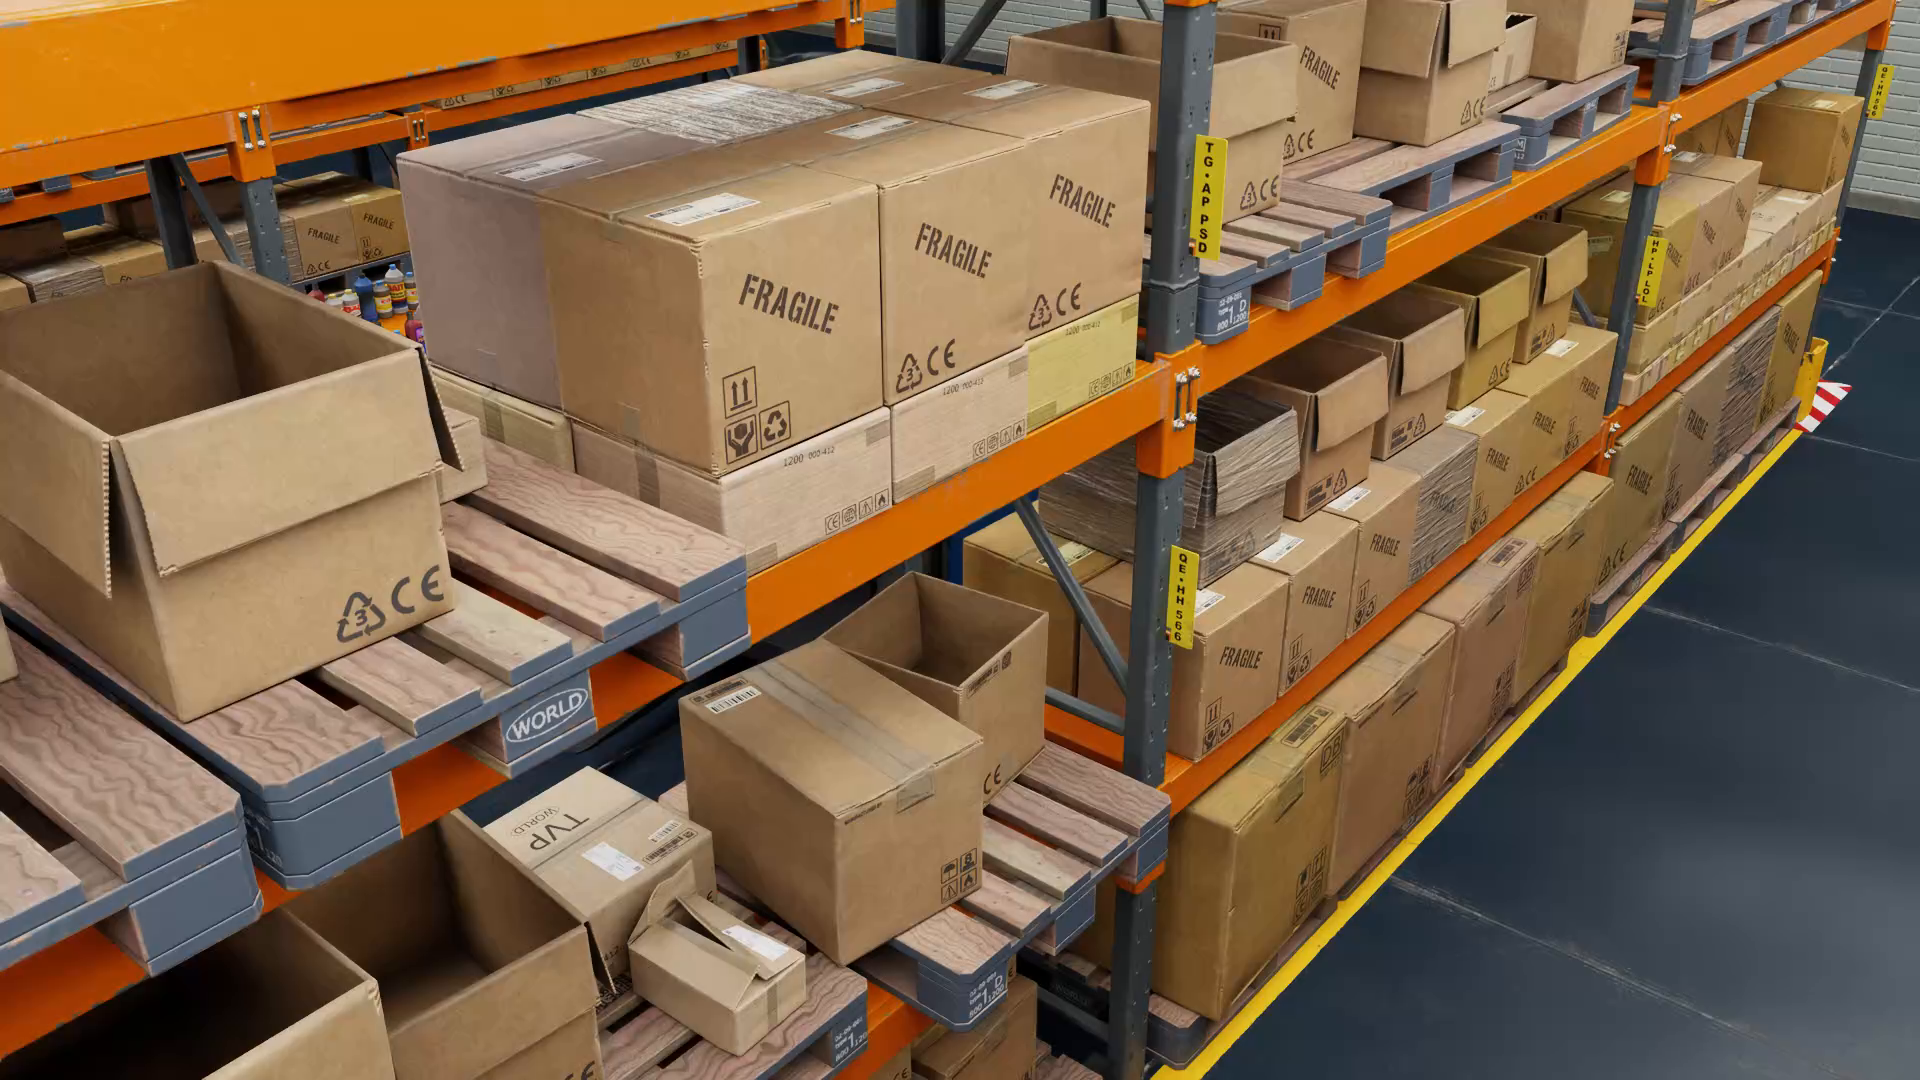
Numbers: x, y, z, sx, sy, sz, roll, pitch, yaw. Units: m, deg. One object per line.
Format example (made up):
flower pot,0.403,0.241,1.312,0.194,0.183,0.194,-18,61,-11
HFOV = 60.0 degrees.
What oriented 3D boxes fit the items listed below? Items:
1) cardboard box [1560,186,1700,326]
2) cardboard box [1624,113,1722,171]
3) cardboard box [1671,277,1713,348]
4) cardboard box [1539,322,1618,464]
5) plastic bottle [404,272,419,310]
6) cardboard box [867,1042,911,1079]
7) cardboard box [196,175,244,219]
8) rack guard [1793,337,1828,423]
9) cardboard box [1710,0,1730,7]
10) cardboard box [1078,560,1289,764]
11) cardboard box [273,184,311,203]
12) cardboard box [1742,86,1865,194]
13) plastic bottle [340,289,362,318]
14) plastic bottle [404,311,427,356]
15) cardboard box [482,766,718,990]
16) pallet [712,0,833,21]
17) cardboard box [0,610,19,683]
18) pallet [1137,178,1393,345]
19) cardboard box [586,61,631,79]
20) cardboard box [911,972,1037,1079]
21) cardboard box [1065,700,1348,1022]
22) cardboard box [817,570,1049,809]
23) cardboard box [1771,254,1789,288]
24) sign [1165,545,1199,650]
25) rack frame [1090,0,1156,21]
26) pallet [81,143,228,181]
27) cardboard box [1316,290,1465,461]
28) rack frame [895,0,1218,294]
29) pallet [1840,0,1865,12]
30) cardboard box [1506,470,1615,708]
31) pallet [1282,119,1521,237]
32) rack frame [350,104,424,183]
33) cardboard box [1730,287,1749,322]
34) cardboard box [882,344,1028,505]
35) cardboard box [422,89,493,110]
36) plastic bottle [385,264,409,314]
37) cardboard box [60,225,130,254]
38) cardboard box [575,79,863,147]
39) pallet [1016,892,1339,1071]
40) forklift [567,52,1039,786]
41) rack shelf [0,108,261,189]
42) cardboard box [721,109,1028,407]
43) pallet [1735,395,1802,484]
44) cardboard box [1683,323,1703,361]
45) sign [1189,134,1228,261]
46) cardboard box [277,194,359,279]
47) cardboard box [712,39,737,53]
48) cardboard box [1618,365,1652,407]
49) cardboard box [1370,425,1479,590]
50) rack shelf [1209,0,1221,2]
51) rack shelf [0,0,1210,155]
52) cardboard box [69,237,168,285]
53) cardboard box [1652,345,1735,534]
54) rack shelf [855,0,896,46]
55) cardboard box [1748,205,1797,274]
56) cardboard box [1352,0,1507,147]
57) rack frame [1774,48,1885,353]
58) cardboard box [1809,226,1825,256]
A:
cardboard box,3.283,-1.415,8.244,0.500,0.500,0.500,21,34,34
cardboard box,4.169,-2.284,9.924,0.500,0.500,0.500,20,33,33
cardboard box,3.602,-1.251,8.744,0.500,0.250,0.500,21,34,34
cardboard box,2.694,-0.720,7.768,0.500,0.500,0.500,21,34,35
plastic bottle,-3.113,-1.420,9.447,0.097,0.201,0.097,0,27,0
cardboard box,-0.496,1.516,4.980,0.500,0.250,0.500,-24,36,-38
cardboard box,-5.993,-2.781,13.287,0.500,0.250,0.500,21,34,35
rack guard,5.340,-1.238,11.598,1.175,0.500,0.348,21,34,34
cardboard box,3.578,-3.013,8.371,0.700,0.500,0.500,23,35,37
cardboard box,0.756,0.360,5.681,0.500,0.500,0.500,22,35,36
cardboard box,-5.687,-2.610,13.773,0.500,0.500,0.500,21,34,35
cardboard box,5.218,-2.488,10.319,0.500,0.500,0.500,21,34,35
plastic bottle,-3.361,-1.282,9.180,0.097,0.201,0.097,0,27,0
plastic bottle,-2.816,-1.061,8.663,0.061,0.283,0.133,21,34,34
cardboard box,-1.007,0.904,4.444,0.500,0.250,0.500,20,33,33
pallet,-1.464,-3.311,9.826,1.213,0.211,1.003,21,34,34
cardboard box,-1.787,0.094,2.729,0.396,0.266,0.258,22,35,36
pallet,0.605,-0.995,5.350,1.213,0.211,1.003,23,35,37
cardboard box,-3.361,-4.503,15.081,0.500,0.500,0.500,20,34,34
cardboard box,-0.174,1.655,5.527,0.700,0.500,0.500,19,33,32
cardboard box,0.692,1.016,6.377,1.225,0.875,0.875,19,33,32
cardboard box,-0.076,0.469,5.012,0.500,0.500,0.500,16,31,28
cardboard box,4.704,-1.643,9.934,0.380,0.149,0.250,20,33,33
sign,0.661,0.173,4.977,0.100,0.325,0.005,21,34,34
rack frame,1.503,-3.787,13.805,1.000,3.000,0.127,21,34,34
pallet,-6.172,-3.005,12.503,1.003,0.211,1.213,21,34,34
cardboard box,1.552,-0.717,6.671,0.797,0.503,0.637,22,35,36
rack frame,0.237,-2.167,4.146,1.000,3.000,0.127,21,34,34
pallet,4.861,-3.366,9.824,1.003,0.211,1.213,21,34,34
cardboard box,2.389,0.069,8.208,1.225,0.875,0.875,21,34,35
pallet,1.314,-1.392,6.118,1.003,0.211,1.213,23,35,37
rack frame,-4.861,-3.818,13.865,1.000,3.000,0.127,21,34,34
cardboard box,4.216,-1.370,9.408,0.380,0.149,0.250,20,33,33
cardboard box,-0.182,-0.348,4.058,0.500,0.250,0.500,21,34,34
cardboard box,-4.326,-3.963,14.037,0.500,0.500,0.500,22,34,36
plastic bottle,-3.175,-1.417,9.364,0.097,0.271,0.097,0,27,0
cardboard box,-6.662,-2.068,12.725,0.500,0.500,0.500,19,33,33
cardboard box,-0.586,-0.831,4.175,0.500,0.500,0.500,21,34,35
pallet,0.796,1.478,6.663,1.003,0.211,1.213,21,34,34
forklift,-0.717,-0.689,7.891,1.130,2.935,3.031,15,31,26
rack shelf,-4.857,-1.254,6.428,1.077,0.370,4.000,21,34,34
cardboard box,-0.192,-0.674,3.872,0.500,0.500,0.500,21,34,34
pallet,4.877,-0.794,11.056,1.003,0.211,1.213,21,34,34
cardboard box,3.726,-1.098,8.881,0.380,0.149,0.250,20,33,33
sign,0.654,-0.905,4.409,0.100,0.325,0.005,21,34,34
cardboard box,-5.274,-2.471,13.504,0.500,0.500,0.500,21,34,35
cardboard box,-2.391,-5.042,16.123,0.500,0.500,0.500,22,35,36
cardboard box,3.226,-0.817,8.338,0.380,0.149,0.250,21,34,35
cardboard box,1.725,-0.183,6.730,0.500,0.500,0.500,21,34,35
rack shelf,1.509,-2.379,5.774,1.077,0.370,4.000,21,34,34
rack shelf,-1.036,-0.961,3.033,1.077,0.370,4.000,21,34,34
cardboard box,-6.243,-1.926,12.450,0.500,0.500,0.500,20,34,34
cardboard box,3.835,-0.694,9.682,0.875,0.875,0.875,21,34,34
rack shelf,0.231,-4.090,11.911,1.077,0.370,4.000,21,34,34
cardboard box,4.575,-1.795,9.795,0.500,0.250,0.500,19,33,33
cardboard box,1.519,-1.798,6.127,0.797,0.503,0.637,20,34,34
rack frame,5.325,-2.339,11.007,1.000,3.000,0.127,21,34,34
cardboard box,5.189,-1.913,10.456,0.380,0.149,0.250,21,34,35
